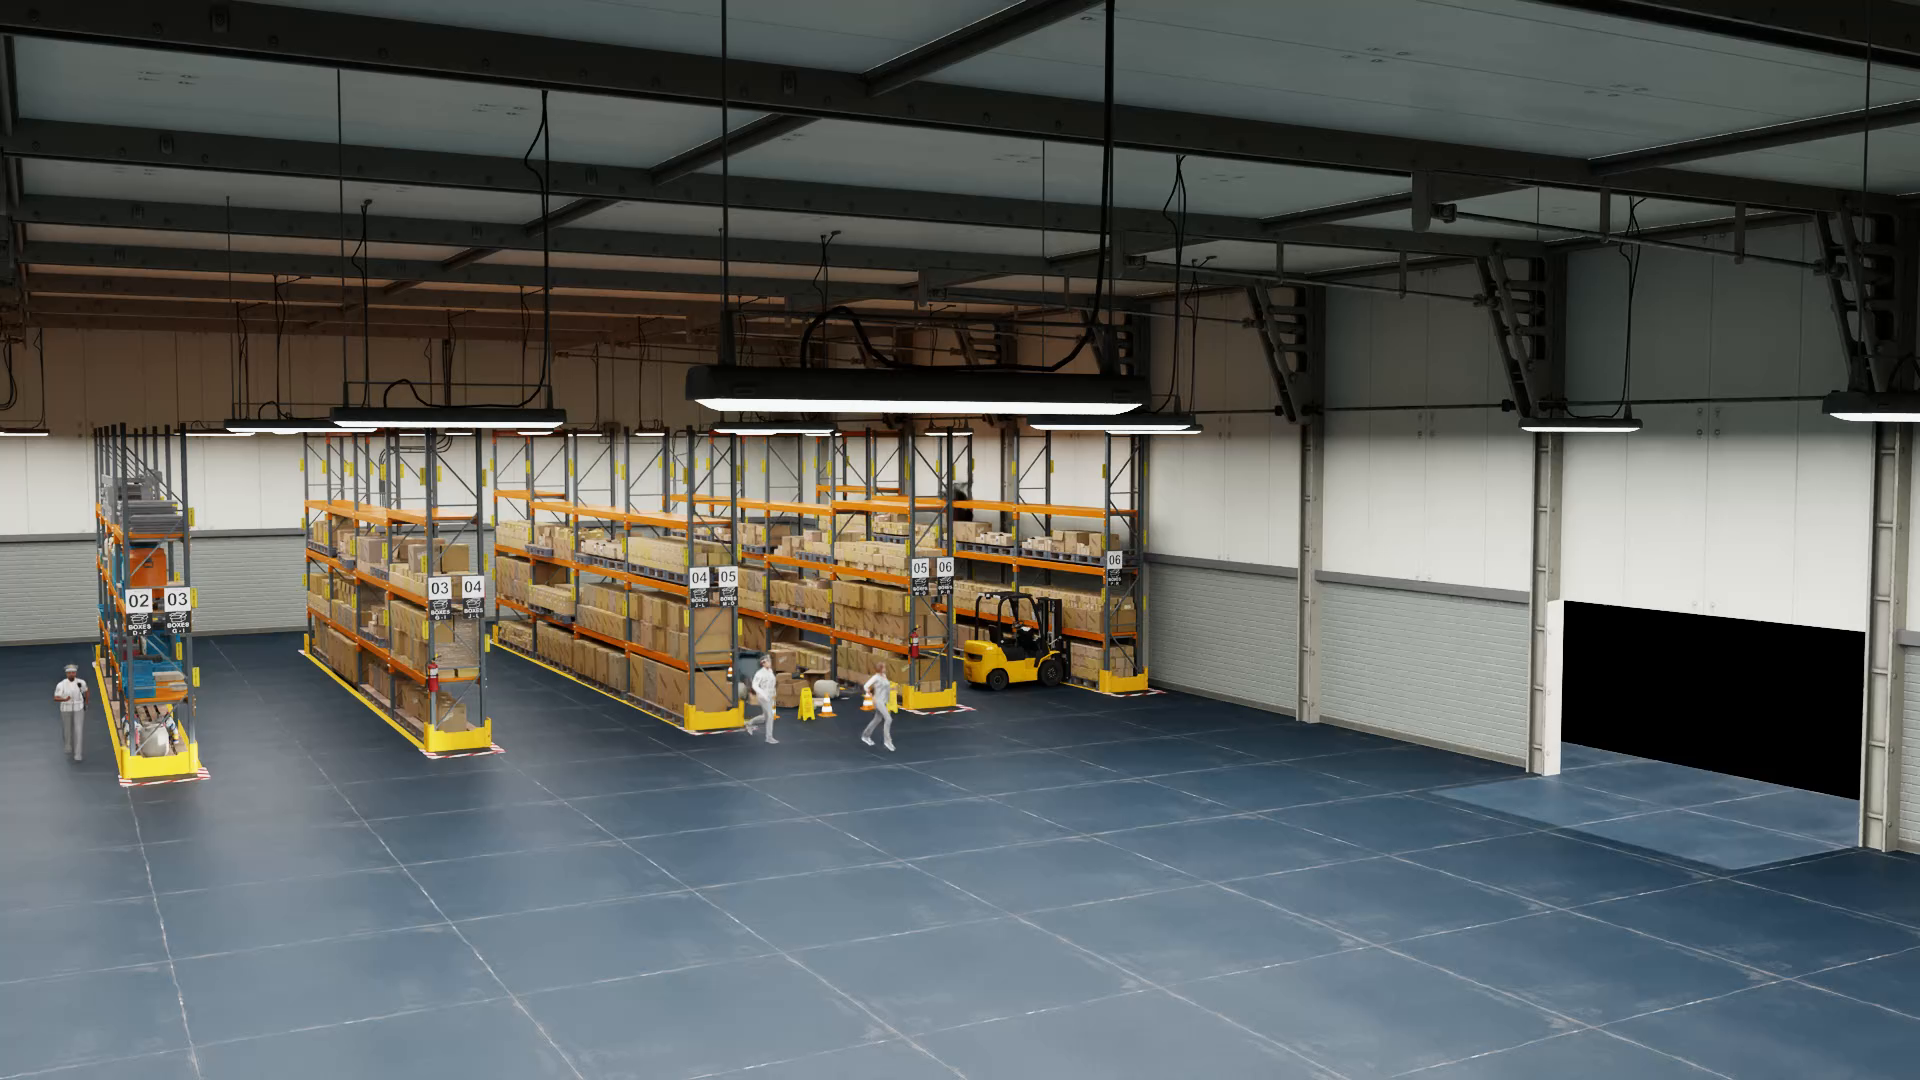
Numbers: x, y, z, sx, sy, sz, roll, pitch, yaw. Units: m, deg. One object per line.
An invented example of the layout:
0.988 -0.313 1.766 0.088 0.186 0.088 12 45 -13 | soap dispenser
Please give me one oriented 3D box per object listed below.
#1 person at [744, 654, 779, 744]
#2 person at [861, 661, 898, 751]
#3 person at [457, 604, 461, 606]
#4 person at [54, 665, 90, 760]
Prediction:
-3.736 2.983 31.412 0.729 1.696 0.635 1 4 23 | person
-1.490 3.068 30.691 0.741 1.616 0.510 1 4 15 | person
-14.411 2.077 46.613 0.750 1.636 0.548 2 4 35 | person
-15.896 3.057 29.794 0.581 1.676 0.929 -2 4 -31 | person
